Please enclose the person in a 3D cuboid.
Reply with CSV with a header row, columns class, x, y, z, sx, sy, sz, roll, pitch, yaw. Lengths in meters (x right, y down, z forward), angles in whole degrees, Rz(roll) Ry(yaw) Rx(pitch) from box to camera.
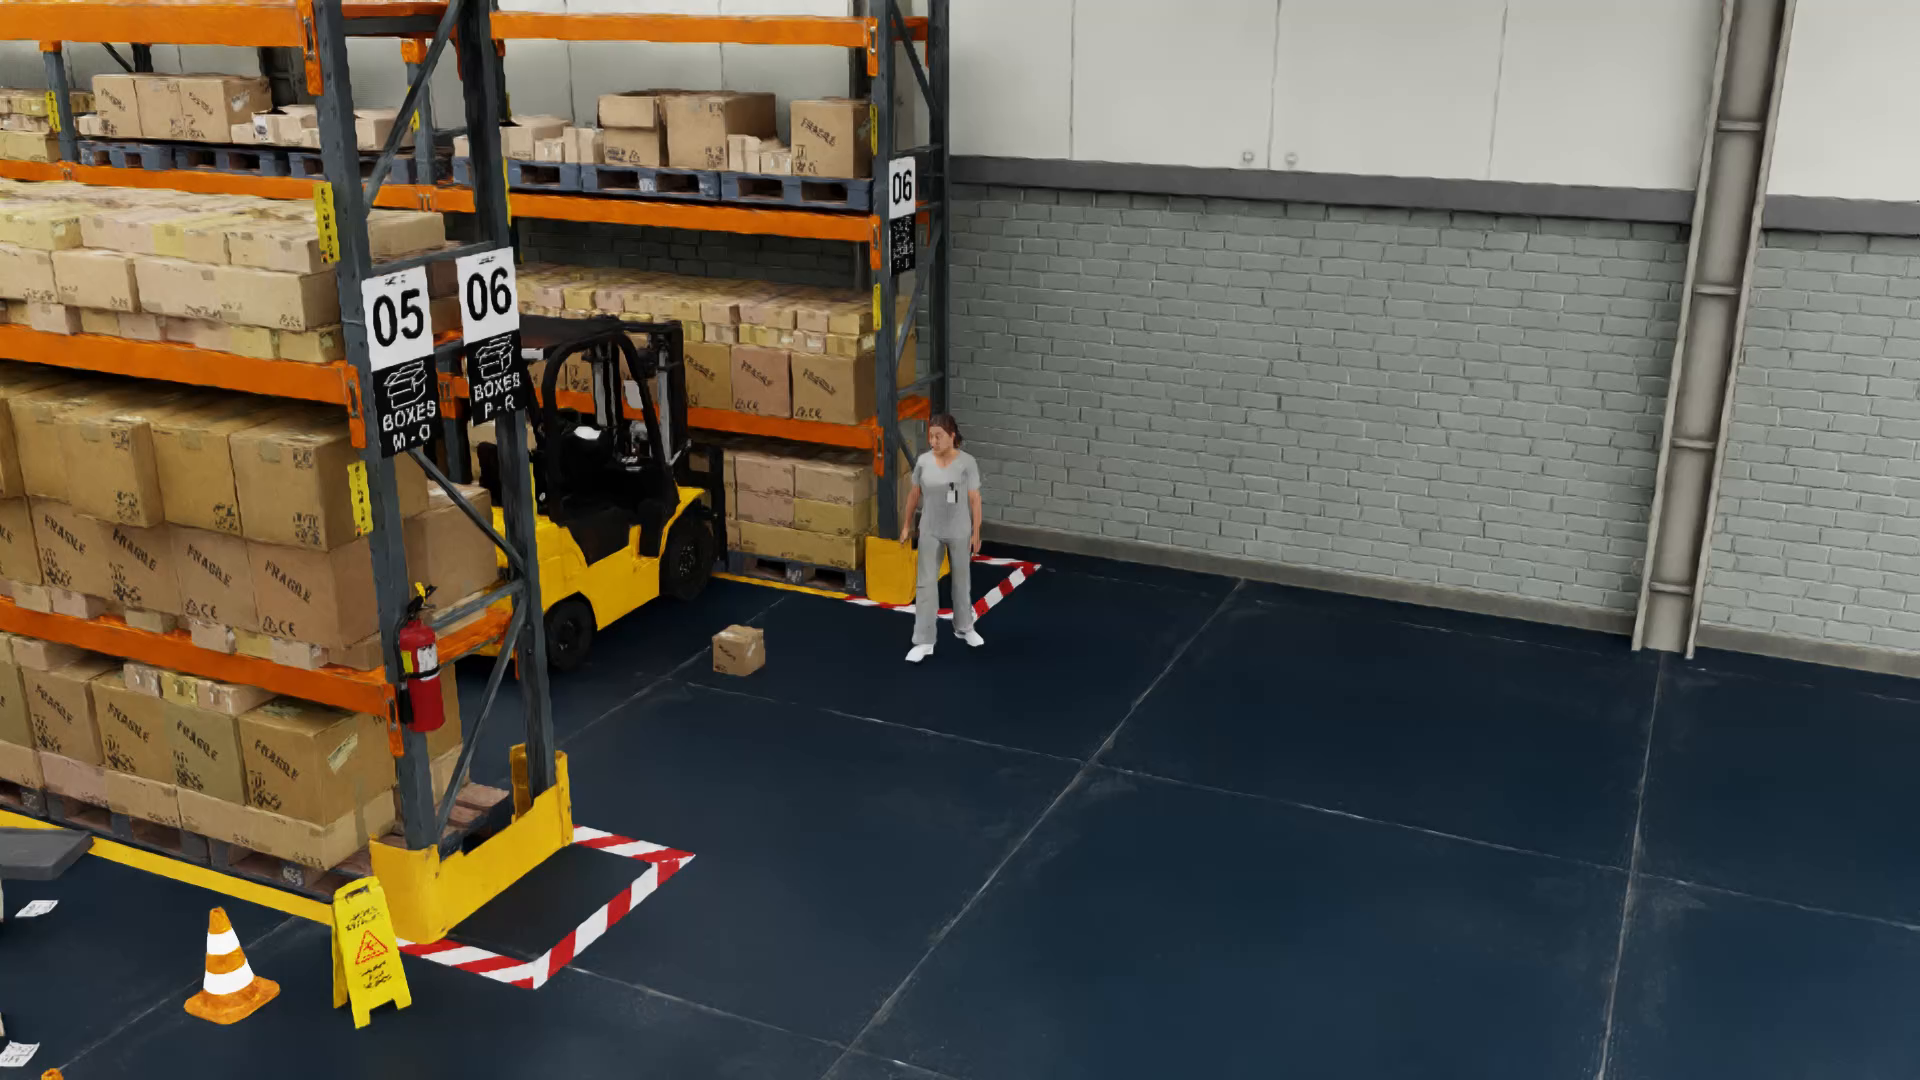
class,x,y,z,sx,sy,sz,roll,pitch,yaw
person,-0.131,-0.033,11.128,0.576,1.665,0.619,3,19,9
